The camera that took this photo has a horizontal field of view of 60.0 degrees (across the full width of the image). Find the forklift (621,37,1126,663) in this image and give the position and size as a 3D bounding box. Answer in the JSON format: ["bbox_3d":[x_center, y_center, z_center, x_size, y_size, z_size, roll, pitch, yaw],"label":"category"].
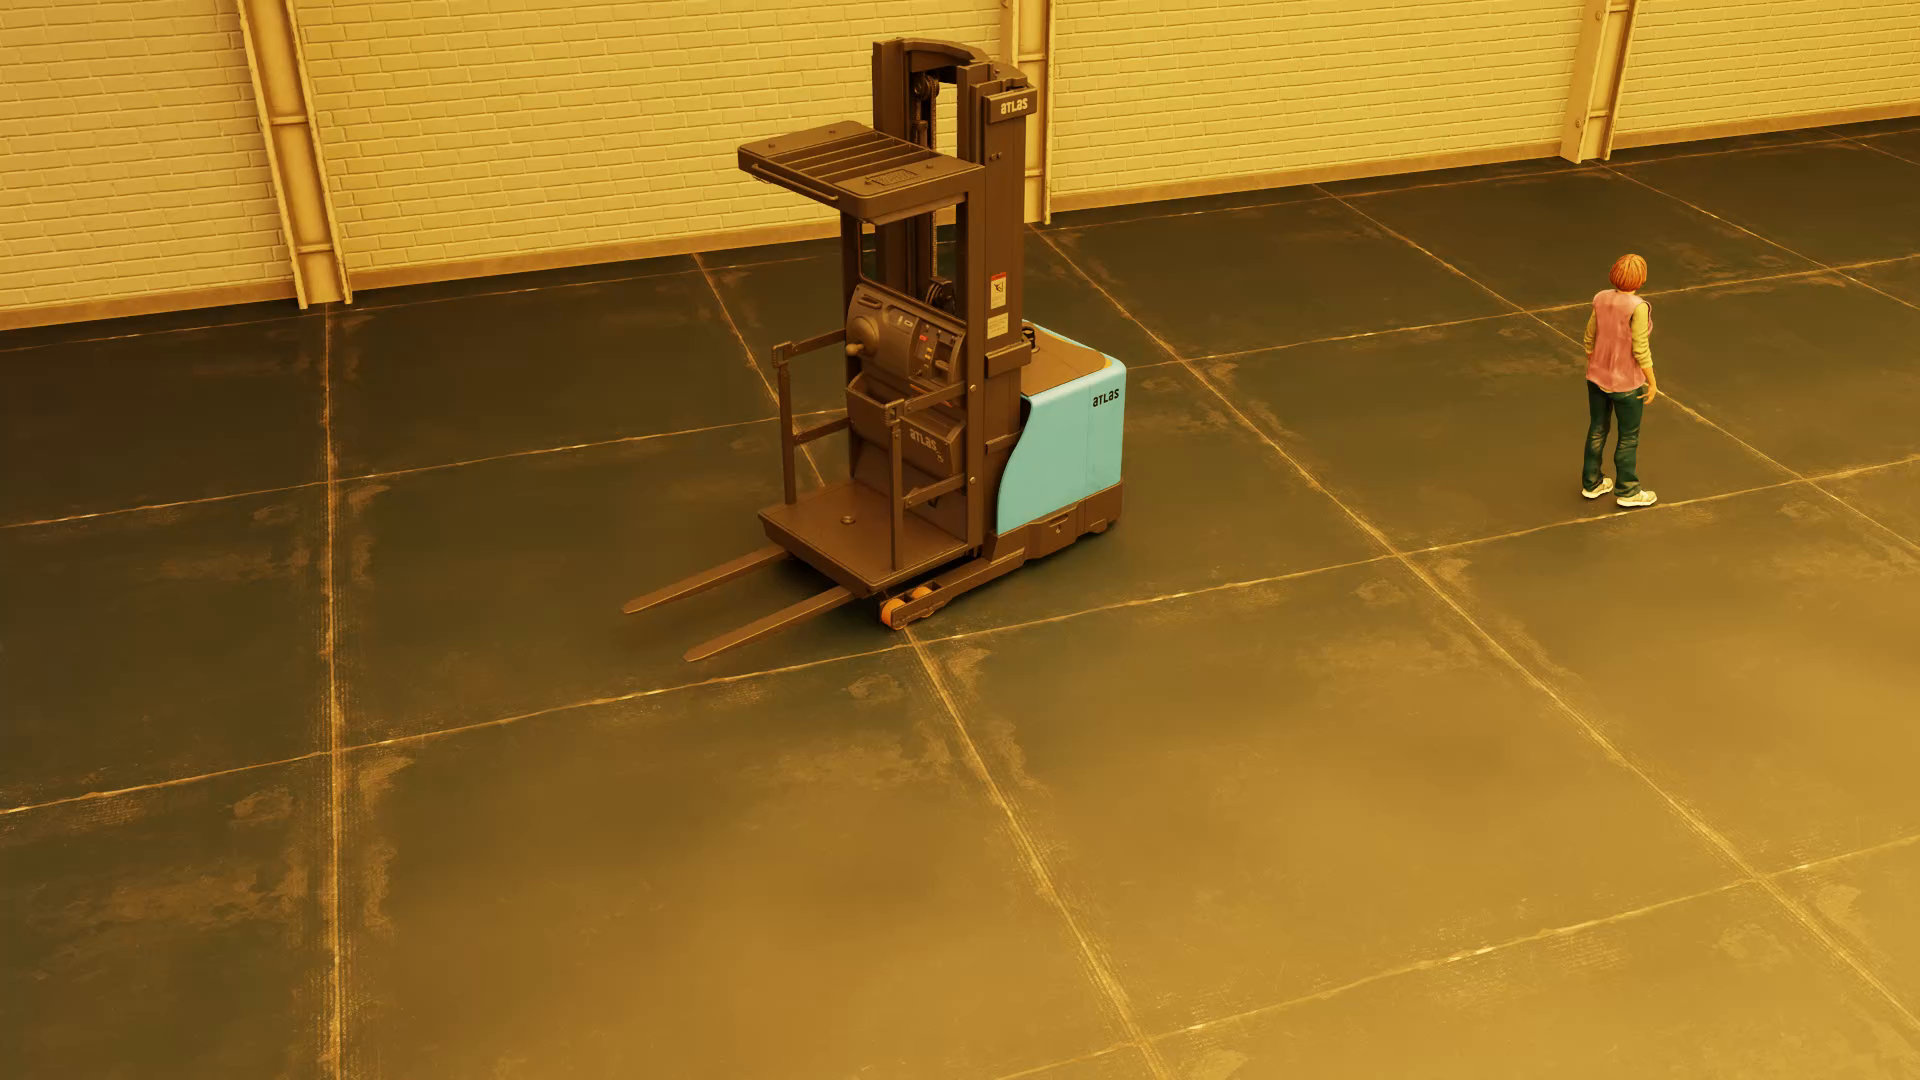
[{"bbox_3d":[-0.461,-1.072,8.951,3.031,2.935,1.130,-23,37,-34],"label":"forklift"}]

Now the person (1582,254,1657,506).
[{"bbox_3d":[4.048,-0.981,10.116,0.473,1.598,0.521,-15,33,-25],"label":"person"}]
